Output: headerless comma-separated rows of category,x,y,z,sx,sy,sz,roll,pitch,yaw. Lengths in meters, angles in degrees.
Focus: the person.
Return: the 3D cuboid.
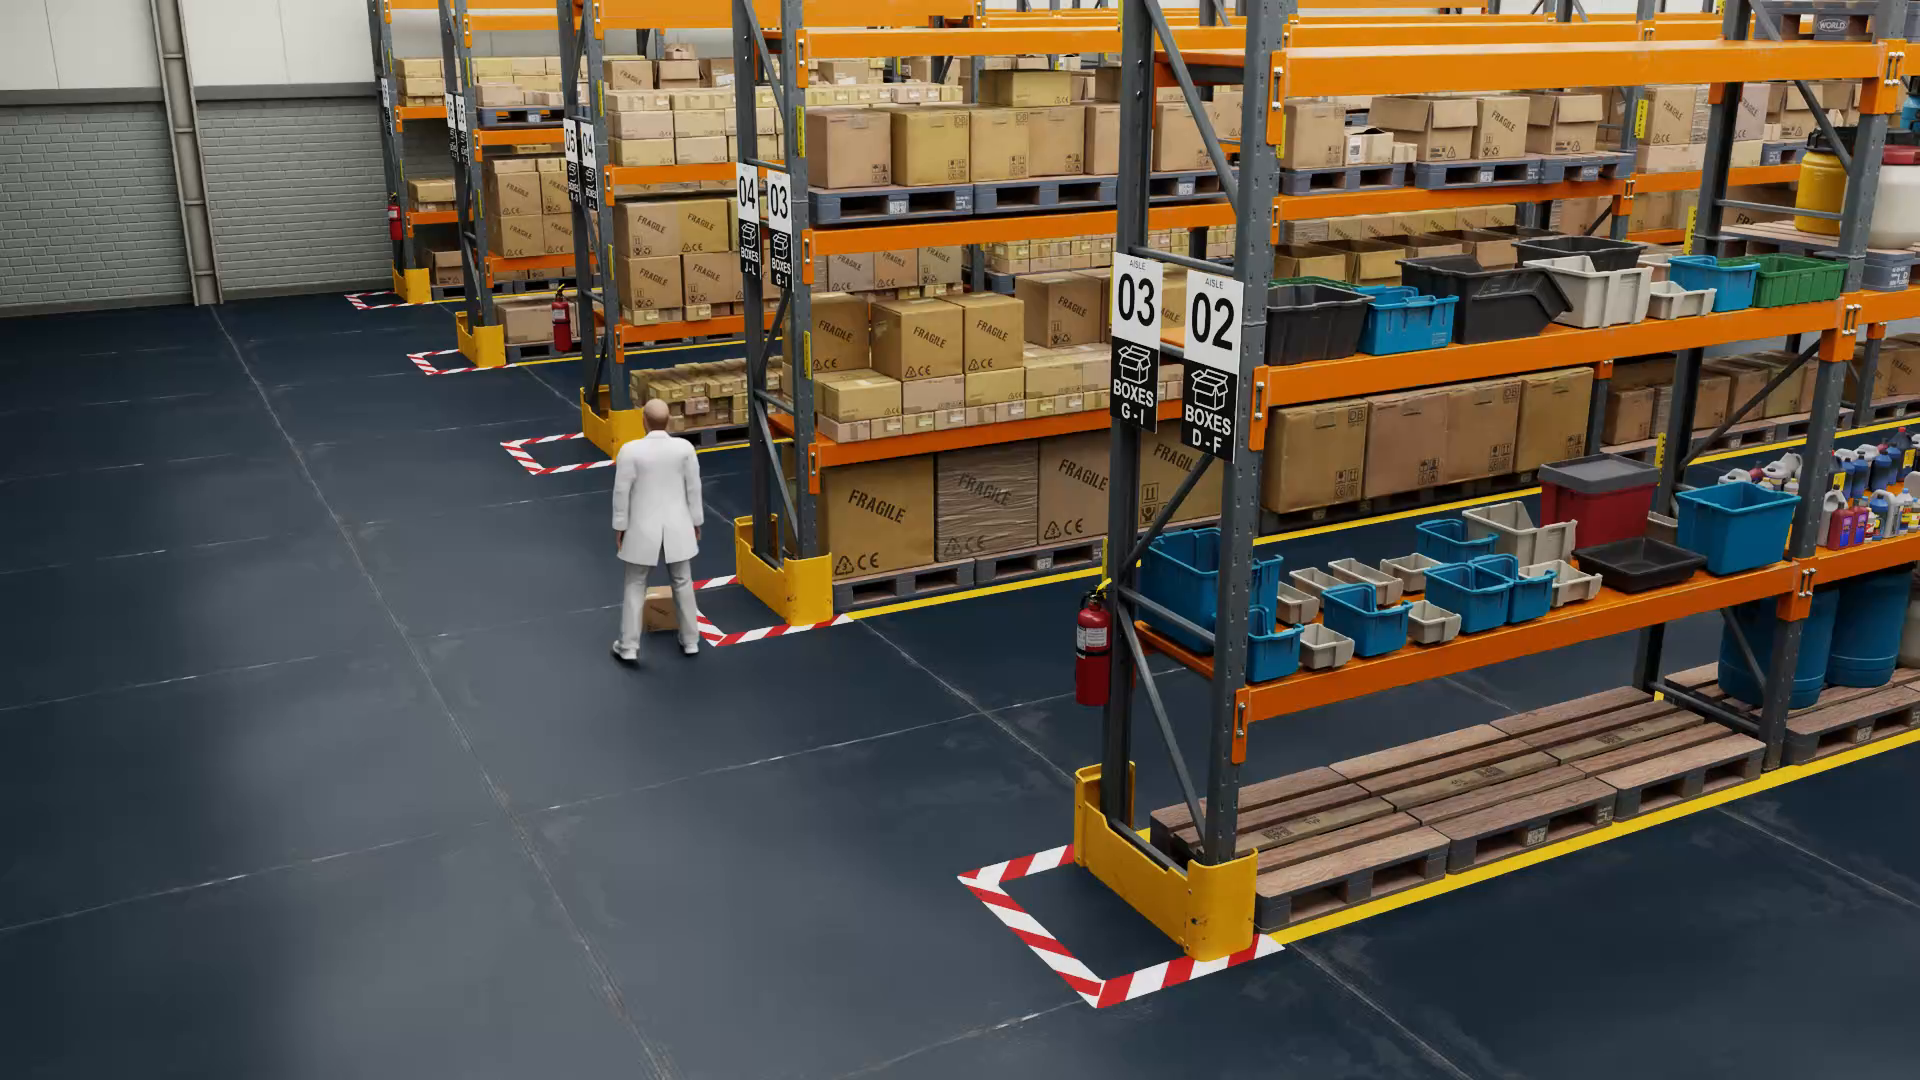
person,-2.057,-0.080,11.275,0.667,1.779,0.416,-6,19,-18
